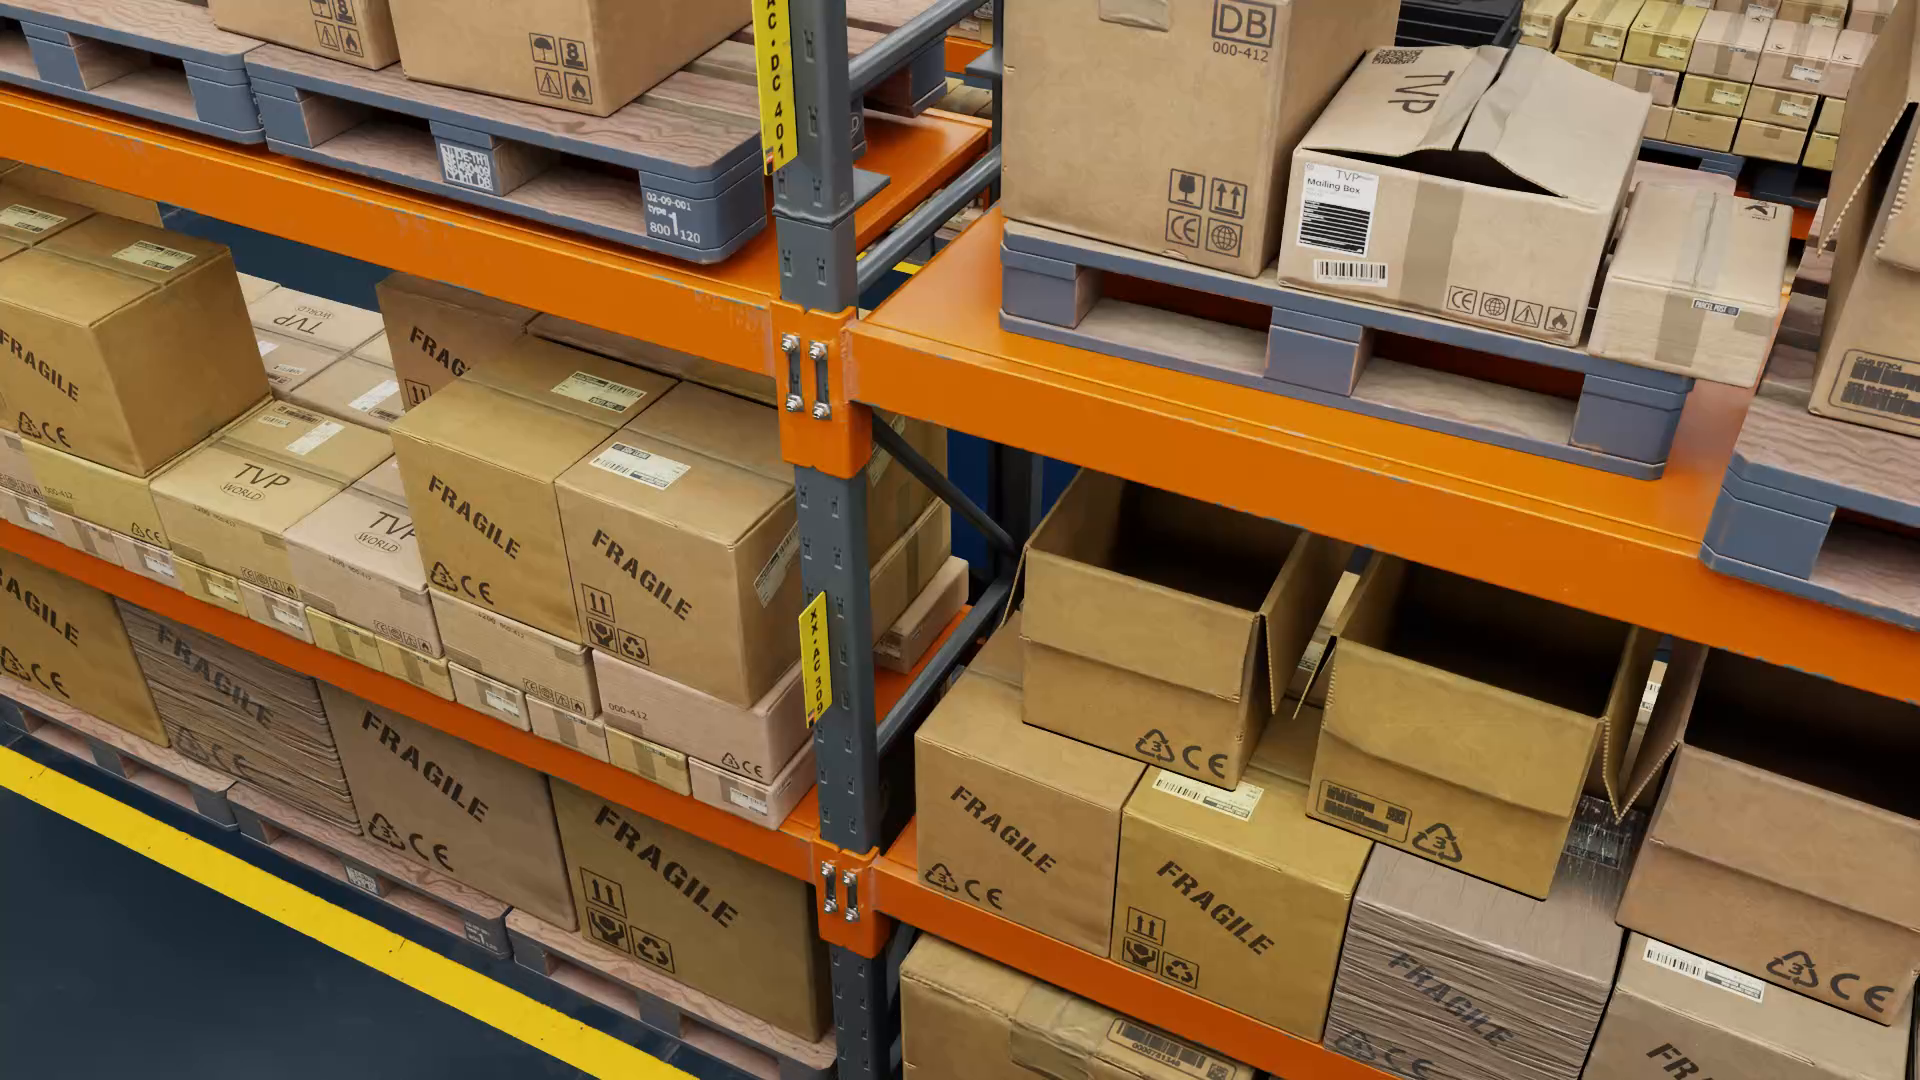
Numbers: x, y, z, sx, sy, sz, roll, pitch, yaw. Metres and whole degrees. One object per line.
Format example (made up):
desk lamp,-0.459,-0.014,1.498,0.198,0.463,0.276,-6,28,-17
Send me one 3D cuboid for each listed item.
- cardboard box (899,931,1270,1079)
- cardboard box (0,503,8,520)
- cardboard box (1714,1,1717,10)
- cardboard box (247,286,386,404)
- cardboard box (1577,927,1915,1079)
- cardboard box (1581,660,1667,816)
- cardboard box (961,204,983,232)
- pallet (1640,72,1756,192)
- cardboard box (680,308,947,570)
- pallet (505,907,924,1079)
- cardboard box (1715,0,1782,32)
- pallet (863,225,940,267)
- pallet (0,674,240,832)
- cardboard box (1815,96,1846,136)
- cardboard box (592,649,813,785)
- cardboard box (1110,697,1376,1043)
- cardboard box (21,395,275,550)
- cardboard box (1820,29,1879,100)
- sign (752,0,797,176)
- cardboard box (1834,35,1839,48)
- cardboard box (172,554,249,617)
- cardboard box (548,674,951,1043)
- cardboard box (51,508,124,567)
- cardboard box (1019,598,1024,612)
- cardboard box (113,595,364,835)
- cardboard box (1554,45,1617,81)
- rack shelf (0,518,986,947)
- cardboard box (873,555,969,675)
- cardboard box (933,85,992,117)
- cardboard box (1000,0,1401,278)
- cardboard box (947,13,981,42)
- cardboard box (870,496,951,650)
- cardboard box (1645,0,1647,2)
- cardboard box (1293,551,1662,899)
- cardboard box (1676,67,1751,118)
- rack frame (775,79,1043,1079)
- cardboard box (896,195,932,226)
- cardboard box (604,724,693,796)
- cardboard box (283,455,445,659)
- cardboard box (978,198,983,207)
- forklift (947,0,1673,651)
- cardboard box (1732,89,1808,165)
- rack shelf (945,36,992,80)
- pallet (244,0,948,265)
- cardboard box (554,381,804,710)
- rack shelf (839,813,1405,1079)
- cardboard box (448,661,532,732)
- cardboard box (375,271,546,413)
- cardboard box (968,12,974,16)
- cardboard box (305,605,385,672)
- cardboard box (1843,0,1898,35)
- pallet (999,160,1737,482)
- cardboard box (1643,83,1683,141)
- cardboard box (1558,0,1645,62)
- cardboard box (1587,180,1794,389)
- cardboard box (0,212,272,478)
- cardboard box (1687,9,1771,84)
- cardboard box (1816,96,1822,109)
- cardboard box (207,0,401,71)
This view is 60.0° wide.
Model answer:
cardboard box,0.516,1.190,4.612,0.875,0.875,1.225,18,41,22
cardboard box,-2.994,-0.251,5.308,0.250,0.149,0.380,16,40,20
cardboard box,5.084,-4.169,11.671,0.875,0.875,0.875,19,41,23
cardboard box,-2.159,-0.552,5.375,0.500,0.250,0.500,16,40,20
cardboard box,1.585,0.985,3.388,0.500,0.500,0.500,18,41,22
cardboard box,1.383,0.570,3.936,0.500,0.500,0.500,17,40,21
cardboard box,0.198,-1.758,9.095,0.250,0.149,0.380,15,40,19
pallet,2.921,-1.924,7.463,1.213,0.211,1.003,17,41,21
cardboard box,-0.369,-0.284,4.401,0.500,0.500,0.500,17,41,21
pallet,-0.700,1.201,5.494,1.213,0.211,1.003,17,41,21
cardboard box,3.457,-2.369,7.258,0.250,0.149,0.380,17,40,21
pallet,-0.470,-2.027,9.746,1.213,0.211,1.003,17,41,21
pallet,-2.867,0.522,6.387,1.213,0.211,1.003,17,41,21
cardboard box,3.615,-1.758,6.700,0.250,0.149,0.380,17,40,21
cardboard box,-0.574,0.303,4.248,0.500,0.250,0.500,17,40,21
cardboard box,0.679,0.705,3.757,0.500,0.500,0.500,17,41,22
cardboard box,-2.402,-0.266,4.998,0.500,0.250,0.500,16,40,20
cardboard box,3.596,-1.880,6.614,0.250,0.149,0.380,19,41,23
sign,-0.315,-0.790,2.836,0.005,0.325,0.100,17,41,21
cardboard box,3.682,-2.183,7.259,0.250,0.149,0.380,15,40,19
cardboard box,-2.083,0.034,4.932,0.250,0.149,0.380,16,40,20
cardboard box,-0.610,0.796,5.130,0.875,0.875,0.875,17,41,21
cardboard box,-2.536,-0.108,5.119,0.250,0.149,0.380,17,40,21
cardboard box,0.480,0.287,4.308,0.500,0.500,0.500,18,41,22
cardboard box,-2.200,0.298,5.786,0.875,0.875,0.875,17,41,21
cardboard box,2.679,-2.050,7.084,0.250,0.149,0.380,17,40,21
rack shelf,-1.837,0.074,5.267,4.000,0.370,1.077,17,41,21
cardboard box,-0.171,0.183,4.736,0.250,0.149,0.380,17,41,22
cardboard box,0.030,-2.451,9.516,0.250,0.149,0.380,16,40,20
cardboard box,0.458,-0.902,3.047,0.500,0.500,0.700,18,41,23
cardboard box,0.083,-2.714,8.553,0.250,0.149,0.380,17,40,21
cardboard box,-0.358,0.014,4.629,0.500,0.250,0.500,17,40,21
cardboard box,2.995,-2.514,7.450,0.250,0.149,0.380,16,40,20
cardboard box,1.114,0.274,3.495,0.637,0.503,0.797,18,41,22
cardboard box,3.139,-1.906,6.894,0.250,0.149,0.380,16,40,20
rack frame,-0.061,0.344,4.317,0.127,3.000,1.000,17,41,21
cardboard box,-0.254,-1.894,9.274,0.250,0.149,0.380,18,41,22
cardboard box,-0.712,0.463,4.367,0.250,0.149,0.380,18,41,22
cardboard box,-1.488,0.019,4.623,0.500,0.250,0.500,18,41,22
cardboard box,0.297,-1.938,9.086,0.250,0.149,0.380,20,41,24
forklift,1.230,-0.814,5.898,3.031,2.935,1.130,16,40,20
cardboard box,3.365,-1.716,6.890,0.250,0.149,0.380,16,40,20
rack shelf,0.534,-2.561,8.738,4.000,0.370,1.077,17,41,21
pallet,-0.783,-1.049,3.744,1.213,0.211,1.003,17,41,21
cardboard box,-0.592,0.002,4.024,0.500,0.500,0.500,19,41,23
rack shelf,1.715,1.186,3.801,4.000,0.370,1.077,17,41,21
cardboard box,-1.168,0.320,4.555,0.250,0.149,0.380,18,41,22
cardboard box,-1.267,-0.568,4.775,0.500,0.500,0.500,16,40,20
cardboard box,-0.055,-3.011,8.406,0.500,0.500,0.500,18,41,22
cardboard box,-1.624,0.178,4.743,0.250,0.149,0.380,17,40,21
cardboard box,3.913,-2.226,7.070,0.250,0.149,0.380,16,40,19
pallet,0.776,-0.547,3.167,1.217,0.209,0.805,16,40,20
cardboard box,2.917,-1.857,7.075,0.250,0.149,0.380,18,41,22
cardboard box,2.698,-2.165,6.989,0.250,0.149,0.380,19,41,23
cardboard box,1.192,-0.424,2.707,0.250,0.149,0.380,16,40,20
cardboard box,-2.404,-0.568,4.775,0.500,0.500,0.500,16,40,20
cardboard box,3.145,-2.021,6.800,0.250,0.149,0.380,17,40,21
cardboard box,3.912,-1.994,7.256,0.250,0.149,0.380,19,41,23
cardboard box,-1.259,-1.435,3.667,0.500,0.500,0.700,19,41,24
